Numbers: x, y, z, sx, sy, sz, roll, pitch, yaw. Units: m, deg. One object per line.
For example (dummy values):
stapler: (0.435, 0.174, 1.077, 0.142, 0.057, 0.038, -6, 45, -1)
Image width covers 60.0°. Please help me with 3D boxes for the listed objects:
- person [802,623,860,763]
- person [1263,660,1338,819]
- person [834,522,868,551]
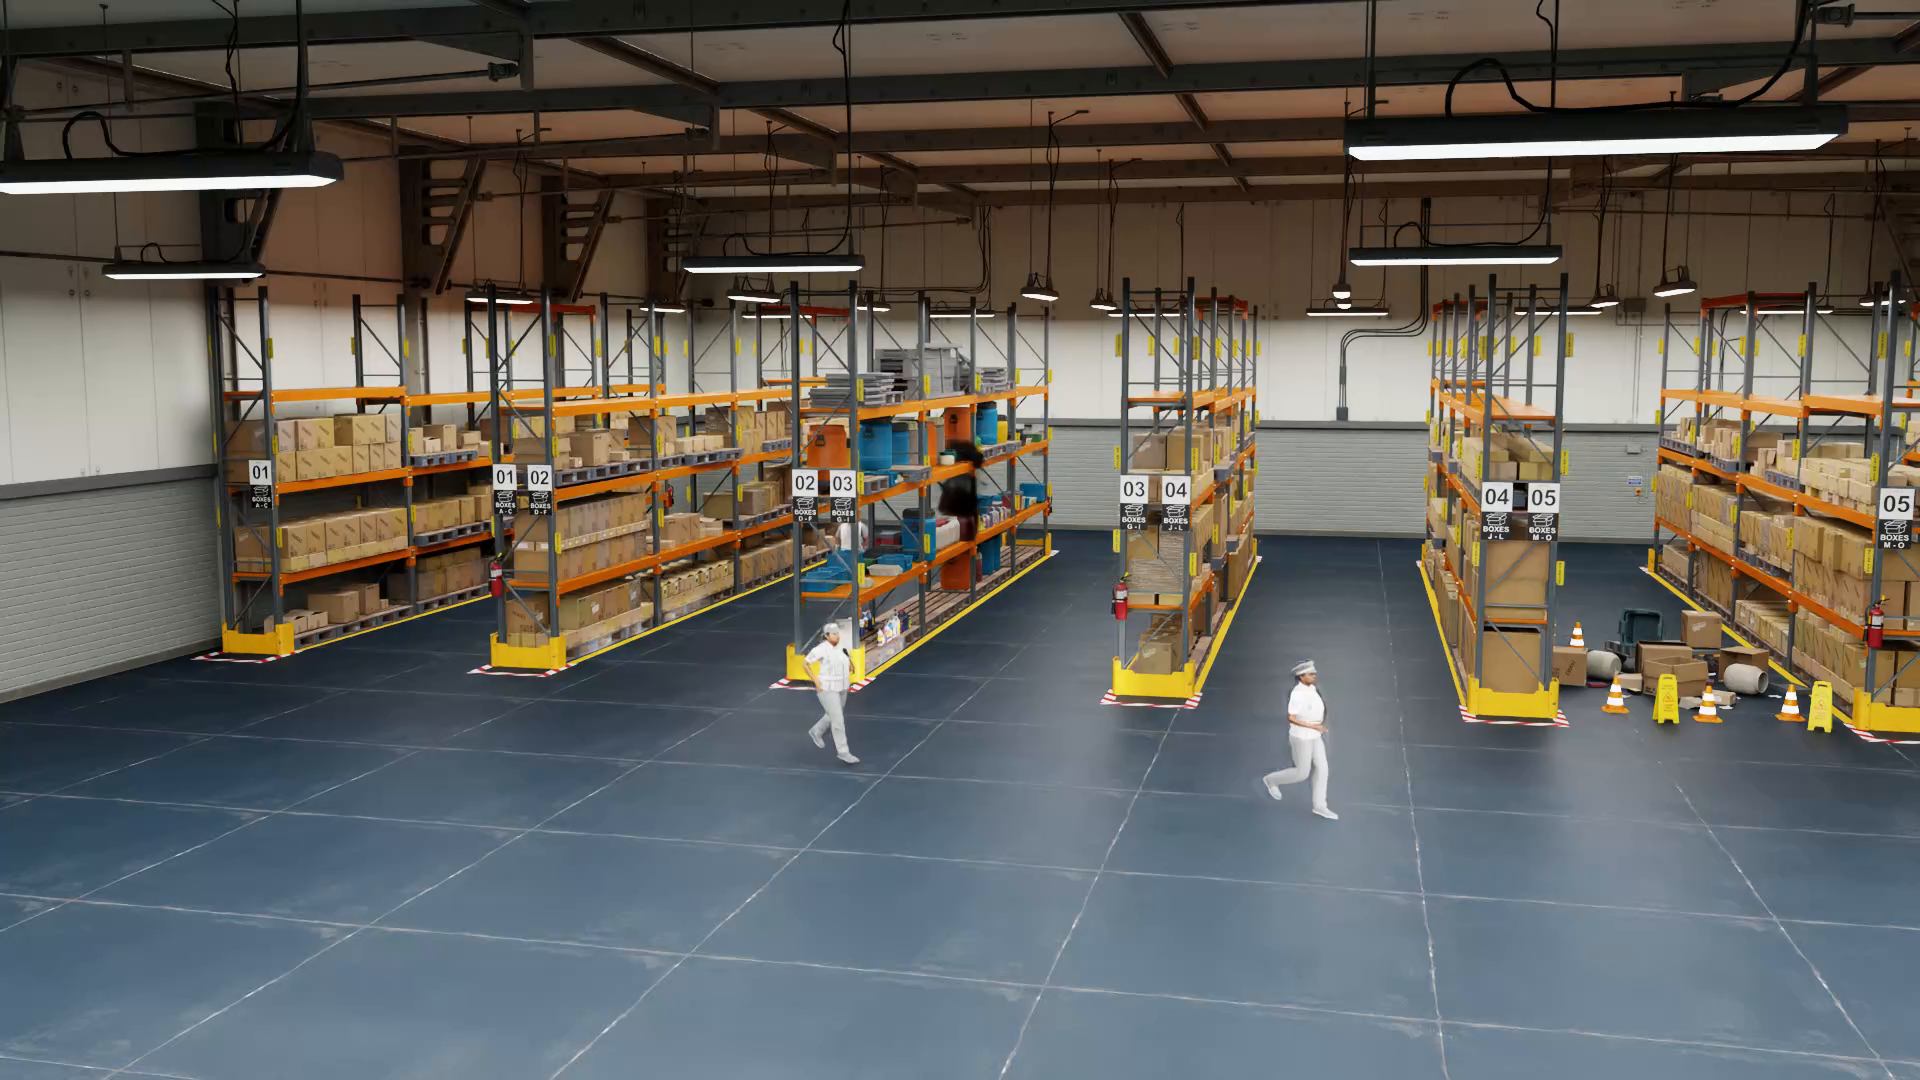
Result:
person: (-1.559, 1.832, 20.313, 0.943, 1.653, 0.605, 5, 8, 37)
person: (3.696, 2.123, 17.907, 0.851, 1.687, 0.579, 5, 8, 38)
person: (-2.036, 0.275, 31.110, 0.685, 1.748, 0.613, 1, 7, 9)
